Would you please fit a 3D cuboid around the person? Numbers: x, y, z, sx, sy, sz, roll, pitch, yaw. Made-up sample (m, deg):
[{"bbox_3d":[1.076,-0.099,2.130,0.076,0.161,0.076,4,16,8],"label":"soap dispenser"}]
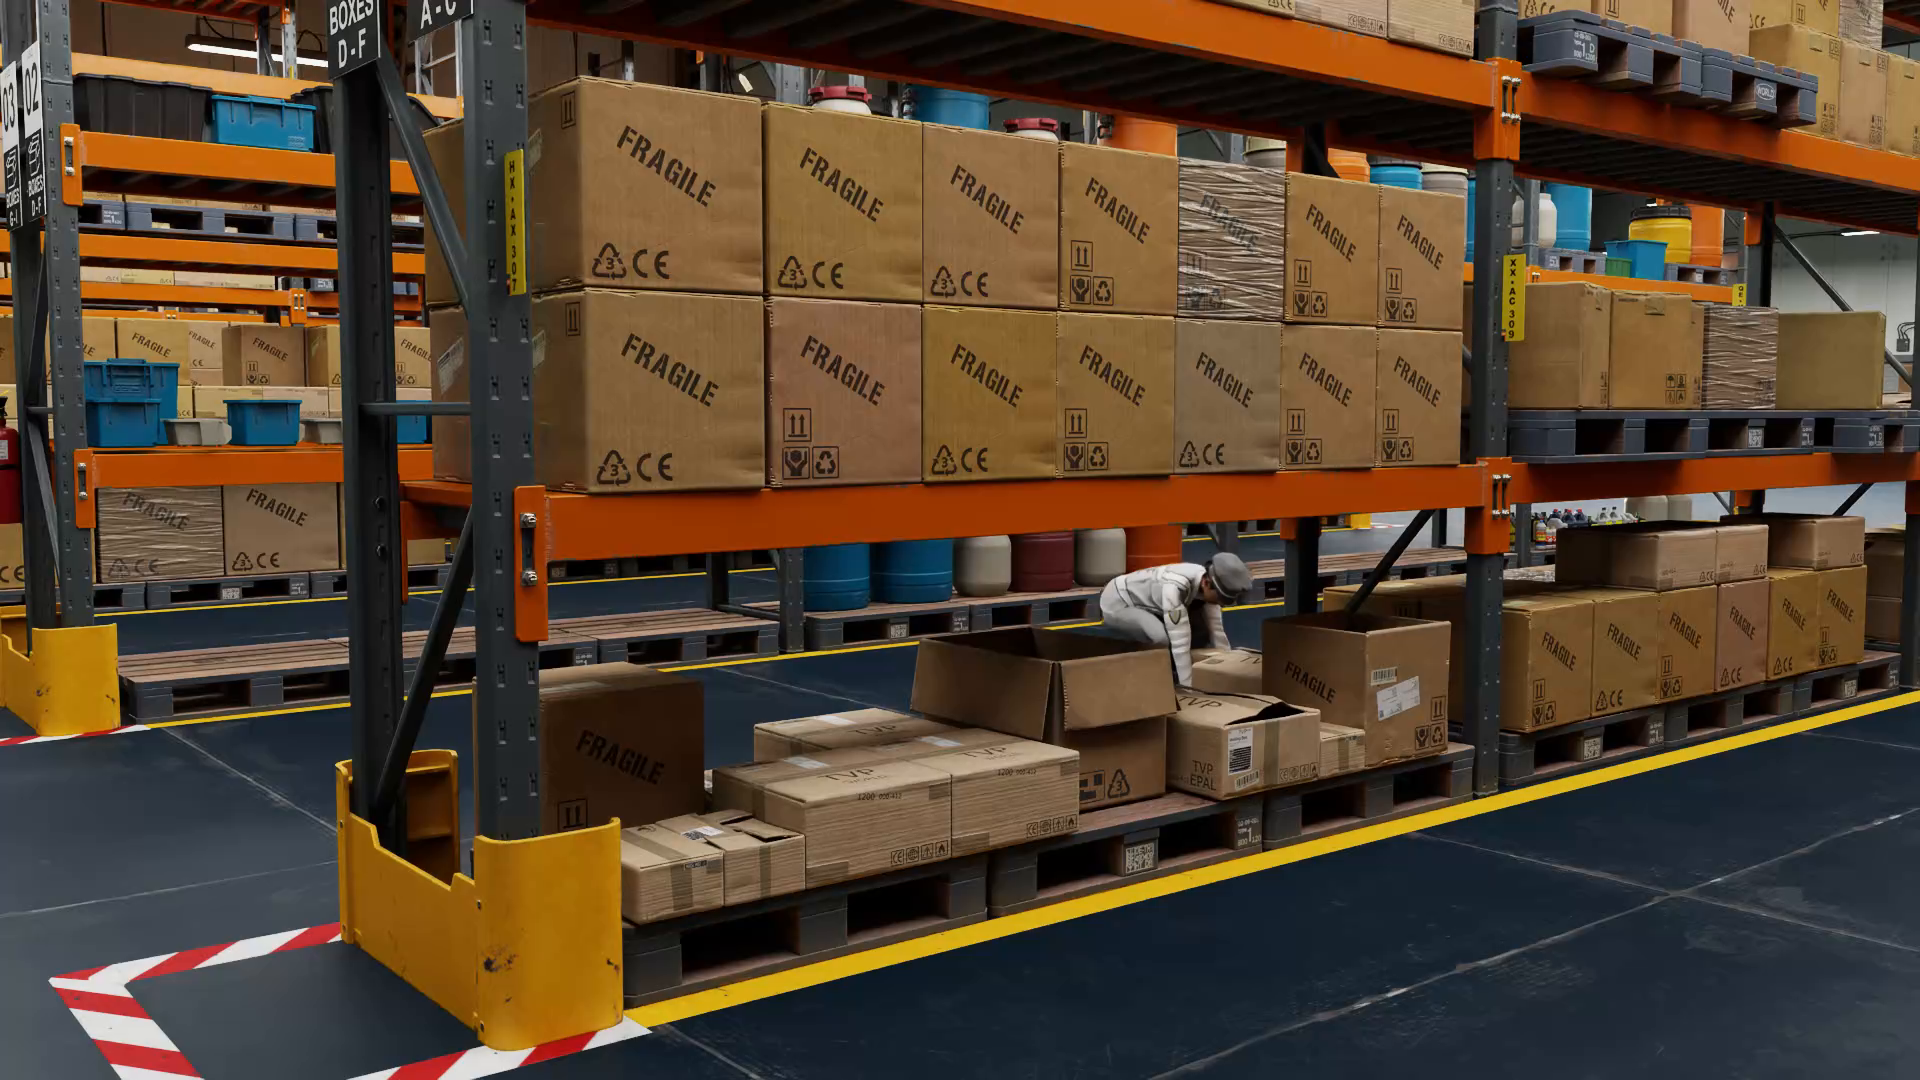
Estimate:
[{"bbox_3d":[1.154,0.454,8.916,0.457,0.814,0.900,-4,6,-40],"label":"person"}]
